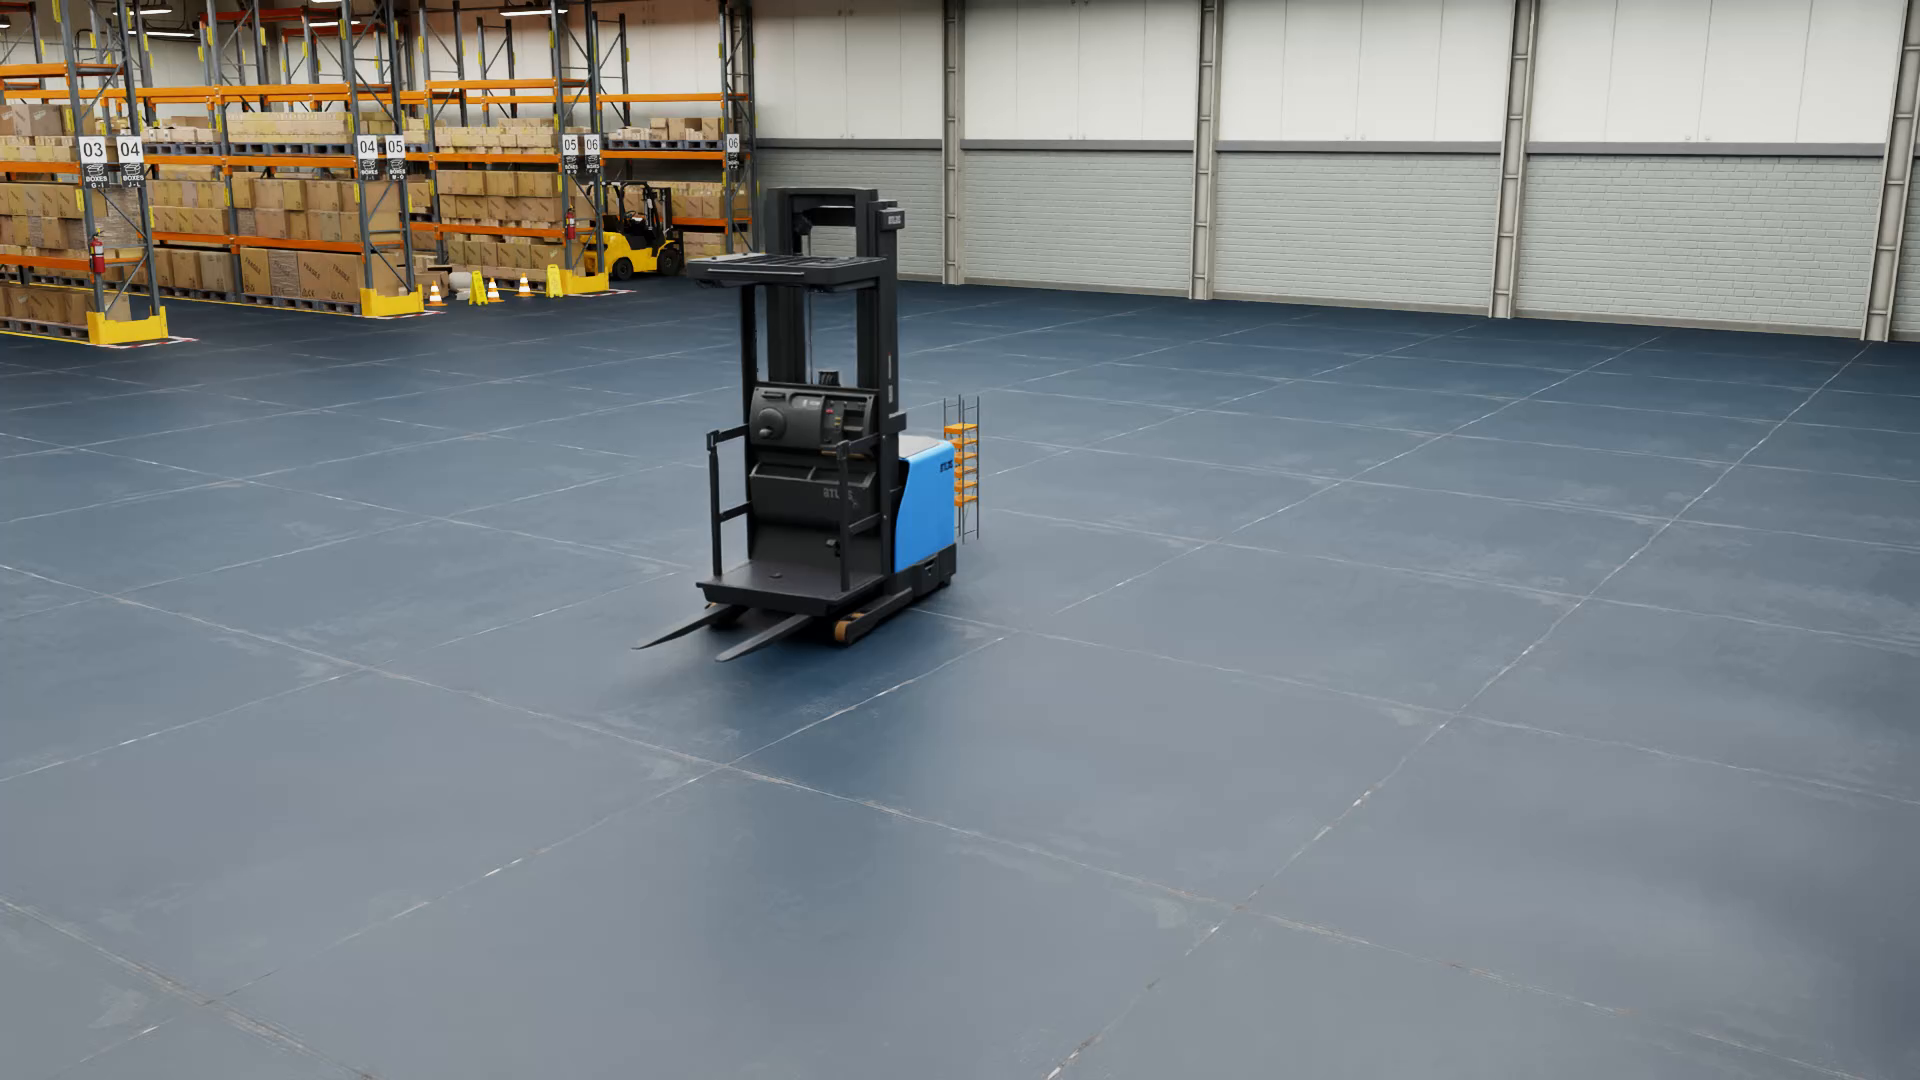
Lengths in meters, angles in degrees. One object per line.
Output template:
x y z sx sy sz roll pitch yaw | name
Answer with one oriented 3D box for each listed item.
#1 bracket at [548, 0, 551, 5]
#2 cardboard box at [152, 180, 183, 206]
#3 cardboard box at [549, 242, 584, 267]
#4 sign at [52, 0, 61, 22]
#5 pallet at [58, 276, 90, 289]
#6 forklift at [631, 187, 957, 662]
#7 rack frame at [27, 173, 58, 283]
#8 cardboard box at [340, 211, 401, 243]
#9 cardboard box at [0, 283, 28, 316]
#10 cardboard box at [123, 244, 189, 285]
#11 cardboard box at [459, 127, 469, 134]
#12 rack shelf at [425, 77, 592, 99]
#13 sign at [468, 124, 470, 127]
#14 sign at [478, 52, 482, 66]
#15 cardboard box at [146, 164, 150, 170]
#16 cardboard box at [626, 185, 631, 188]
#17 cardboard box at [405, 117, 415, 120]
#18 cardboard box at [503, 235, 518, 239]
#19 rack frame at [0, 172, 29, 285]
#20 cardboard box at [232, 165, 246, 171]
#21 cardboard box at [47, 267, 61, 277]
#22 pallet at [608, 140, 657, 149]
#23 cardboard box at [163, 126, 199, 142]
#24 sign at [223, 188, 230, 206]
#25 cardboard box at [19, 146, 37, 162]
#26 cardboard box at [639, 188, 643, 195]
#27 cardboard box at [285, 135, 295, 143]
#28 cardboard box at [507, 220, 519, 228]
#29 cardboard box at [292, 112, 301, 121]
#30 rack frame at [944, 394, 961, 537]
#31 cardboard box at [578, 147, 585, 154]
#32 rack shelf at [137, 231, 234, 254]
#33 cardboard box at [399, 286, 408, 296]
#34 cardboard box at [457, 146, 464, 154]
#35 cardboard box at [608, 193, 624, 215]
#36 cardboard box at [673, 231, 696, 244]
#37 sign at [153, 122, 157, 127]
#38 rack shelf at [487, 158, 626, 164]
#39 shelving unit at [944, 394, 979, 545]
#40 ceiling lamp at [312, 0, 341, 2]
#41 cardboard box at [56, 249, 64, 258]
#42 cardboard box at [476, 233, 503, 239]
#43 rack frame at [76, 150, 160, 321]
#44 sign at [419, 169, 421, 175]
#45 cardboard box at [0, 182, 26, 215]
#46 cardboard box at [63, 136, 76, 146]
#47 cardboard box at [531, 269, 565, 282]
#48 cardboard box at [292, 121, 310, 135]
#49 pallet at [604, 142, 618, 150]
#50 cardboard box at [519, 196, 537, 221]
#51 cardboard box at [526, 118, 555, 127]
-9.951 -13.247 41.117 0.430 0.232 0.235 9 17 33 | bracket
-15.913 -7.054 33.787 0.500 0.500 0.700 9 16 32 | cardboard box
-8.346 -6.045 35.289 0.500 0.500 0.500 9 16 31 | cardboard box
-13.668 -8.004 25.157 0.005 0.325 0.100 9 17 33 | sign
-18.783 -5.633 36.141 1.213 0.211 1.003 9 17 33 | pallet
-1.097 -0.844 11.133 1.130 2.935 3.031 6 15 24 | forklift
-20.447 -7.255 36.887 0.127 3.000 1.000 9 17 33 | rack frame
-10.823 -5.759 30.532 0.550 0.550 0.875 9 17 33 | cardboard box
-16.351 -4.135 28.613 0.500 0.500 0.500 9 16 31 | cardboard box
-16.673 -5.730 34.537 0.750 0.750 1.050 9 16 32 | cardboard box
-10.401 -8.689 35.303 0.250 0.149 0.380 9 17 32 | cardboard box
-9.470 -9.475 34.877 4.000 0.370 1.077 9 17 33 | rack shelf
-10.833 -8.998 36.613 0.005 0.325 0.100 9 17 33 | sign
-11.977 -12.003 41.477 0.005 0.325 0.100 9 17 33 | sign
-20.310 -9.427 42.024 0.250 0.149 0.380 9 16 31 | cardboard box
-7.780 -8.529 39.857 0.250 0.149 0.380 9 16 32 | cardboard box
-14.709 -11.150 44.340 0.258 0.266 0.396 9 16 32 | cardboard box
-11.172 -7.674 42.647 0.625 0.625 0.875 10 17 35 | cardboard box
-16.661 -5.206 28.612 0.127 3.000 1.000 9 17 33 | rack frame
-17.885 -9.198 41.098 0.250 0.149 0.380 9 16 32 | cardboard box
-19.542 -6.022 36.237 0.500 0.500 0.500 10 17 35 | cardboard box
-7.641 -9.476 39.803 1.213 0.211 1.003 9 17 33 | pallet
-15.386 -8.038 32.913 0.500 0.311 0.500 8 16 31 | cardboard box
-14.103 -6.596 31.981 0.005 0.325 0.100 9 17 33 | sign
-14.720 -6.204 26.712 0.500 0.250 0.500 10 17 34 | cardboard box
-7.417 -8.293 39.526 0.250 0.149 0.380 9 17 32 | cardboard box
-12.220 -7.413 30.727 0.250 0.149 0.380 9 17 33 | cardboard box
-9.341 -6.689 35.124 0.250 0.149 0.380 9 17 32 | cardboard box
-12.013 -7.767 30.495 0.250 0.149 0.380 9 16 32 | cardboard box
-0.064 -0.593 13.721 0.006 1.200 0.240 9 17 33 | rack frame
-7.905 -8.089 34.538 0.250 0.149 0.380 9 17 33 | cardboard box
-15.468 -6.101 33.723 4.000 0.370 1.077 9 17 33 | rack shelf
-11.354 -4.991 33.433 0.258 0.266 0.396 13 19 42 | cardboard box
-10.555 -8.368 35.666 0.250 0.149 0.380 9 17 33 | cardboard box
-8.140 -8.109 40.132 0.500 0.500 0.500 9 16 31 | cardboard box
-6.451 -7.123 39.123 0.500 0.250 0.500 9 17 34 | cardboard box
-16.811 -8.573 34.730 0.005 0.325 0.100 9 17 33 | sign
-10.022 -9.547 41.404 4.000 0.370 1.077 9 17 33 | rack shelf
0.012 -0.580 13.671 0.189 1.200 0.258 9 17 33 | shelving unit
-12.237 -12.474 33.340 2.000 3.185 0.800 9 17 33 | ceiling lamp
-14.335 -4.638 26.841 0.250 0.149 0.380 9 17 33 | cardboard box
-12.153 -7.713 43.067 0.500 0.500 0.500 10 17 34 | cardboard box
-13.342 -4.670 26.445 0.127 3.000 1.000 9 17 33 | rack frame
-14.694 -9.918 45.238 0.005 0.325 0.100 9 17 33 | sign
-15.599 -5.640 27.455 0.500 0.500 0.500 9 17 33 | cardboard box
-13.746 -6.222 25.954 0.250 0.149 0.380 9 17 33 | cardboard box
-8.652 -5.573 34.942 0.500 0.250 0.500 9 17 33 | cardboard box
-11.882 -7.570 30.529 0.500 0.250 0.500 9 17 32 | cardboard box
-9.102 -9.651 40.724 1.217 0.209 0.805 8 16 31 | pallet
-8.828 -6.925 34.727 0.500 0.500 0.500 9 17 33 | cardboard box
-10.372 -10.184 41.186 0.500 0.500 0.500 10 17 34 | cardboard box
